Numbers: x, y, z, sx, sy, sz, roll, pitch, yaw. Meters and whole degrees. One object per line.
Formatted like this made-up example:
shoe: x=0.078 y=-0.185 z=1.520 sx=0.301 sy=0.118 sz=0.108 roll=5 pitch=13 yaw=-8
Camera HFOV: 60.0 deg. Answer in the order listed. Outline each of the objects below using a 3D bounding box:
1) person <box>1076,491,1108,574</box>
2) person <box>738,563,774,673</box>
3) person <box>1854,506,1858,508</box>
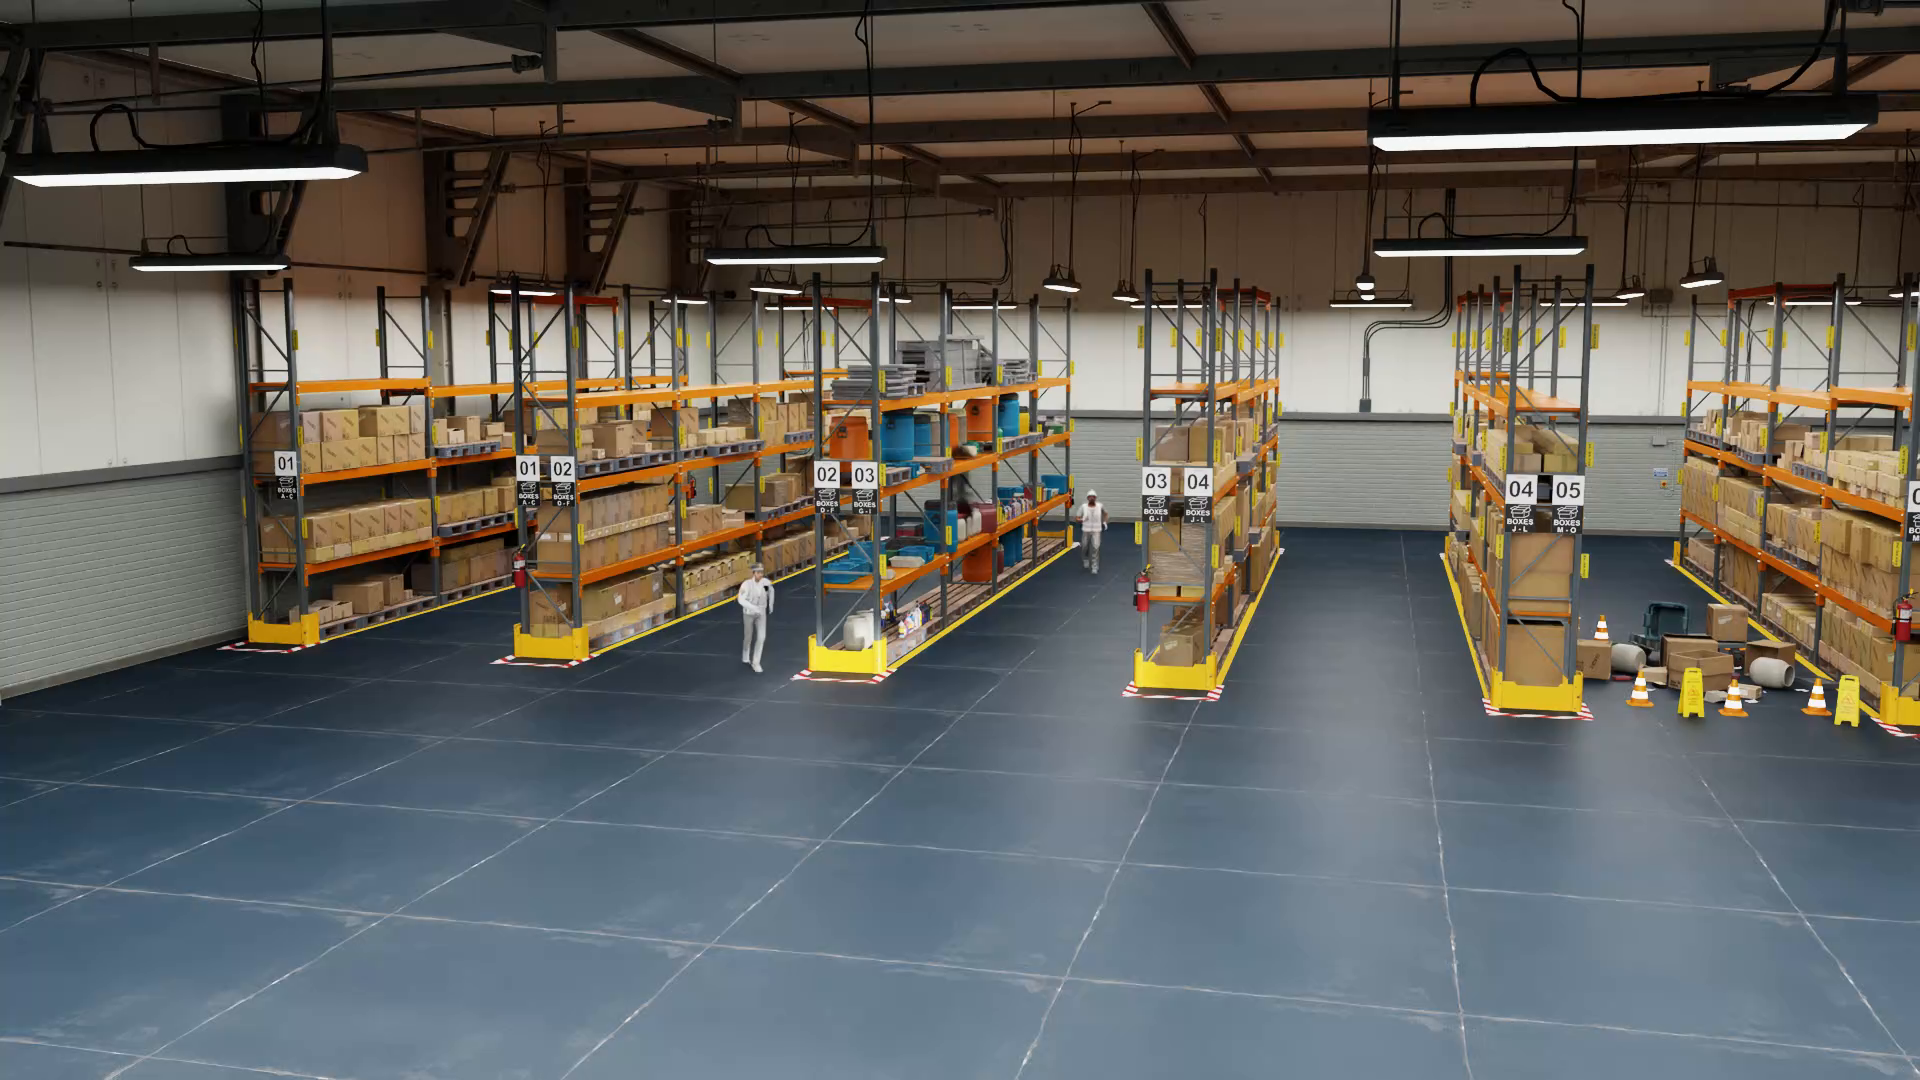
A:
person: x=2.832 y=-0.182 z=35.751 sx=0.695 sy=1.763 sz=0.993 roll=0 pitch=7 yaw=2
person: x=-3.120 y=1.159 z=25.419 sx=0.593 sy=1.691 sz=0.846 roll=-2 pitch=7 yaw=-16
person: x=18.601 y=0.052 z=34.179 sx=0.658 sy=1.736 sz=0.807 roll=-2 pitch=7 yaw=-13
